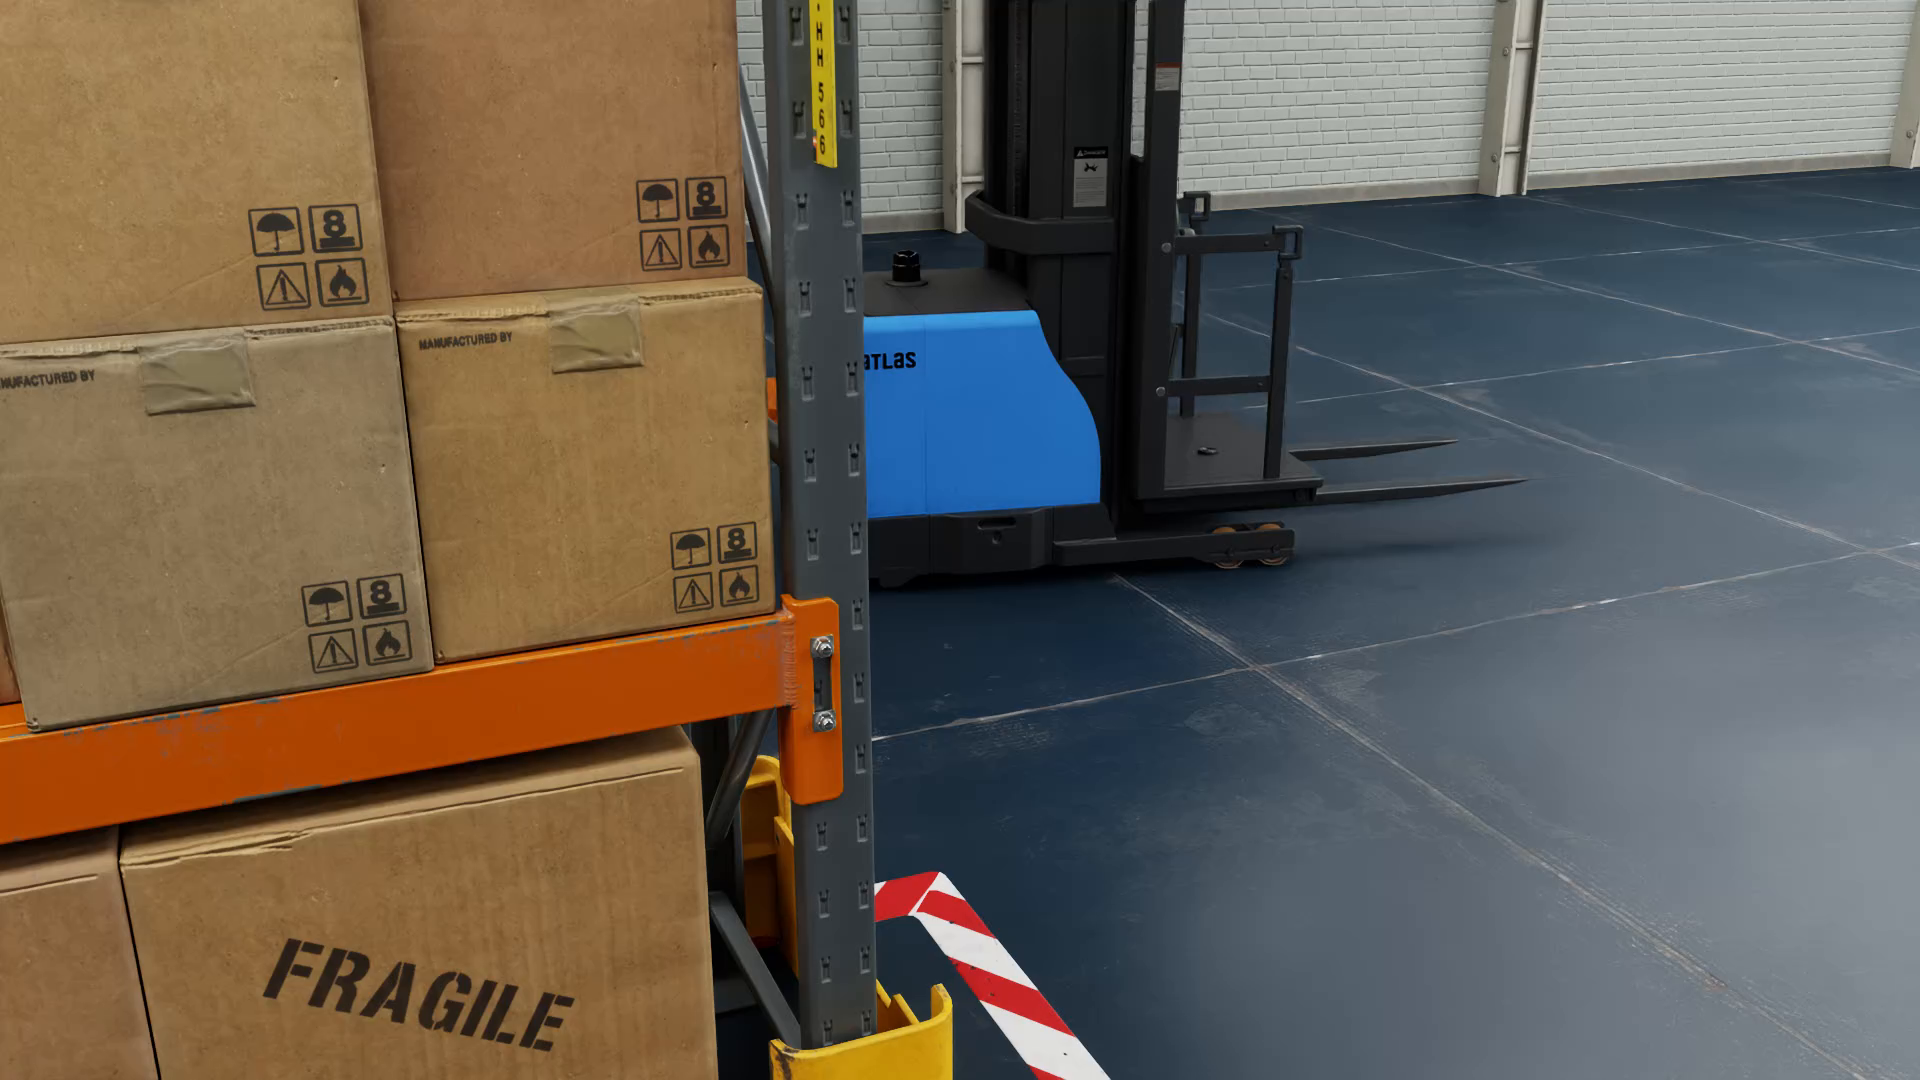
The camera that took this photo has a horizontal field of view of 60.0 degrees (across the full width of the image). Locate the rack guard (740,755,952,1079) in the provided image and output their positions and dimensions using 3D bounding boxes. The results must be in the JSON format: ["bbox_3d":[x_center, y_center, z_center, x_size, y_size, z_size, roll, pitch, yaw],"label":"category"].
[{"bbox_3d":[-0.383,0.951,3.567,0.348,0.500,1.175,-8,21,-22],"label":"rack guard"}]

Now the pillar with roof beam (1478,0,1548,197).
[{"bbox_3d":[7.299,-6.513,11.969,0.400,9.000,9.100,-8,21,-22],"label":"pillar with roof beam"}]

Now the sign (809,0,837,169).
[{"bbox_3d":[-0.203,-0.715,2.436,0.005,0.325,0.100,-8,21,-22],"label":"sign"}]

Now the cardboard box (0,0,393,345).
[{"bbox_3d":[-1.230,-0.667,2.548,0.550,0.550,0.875,-8,21,-22],"label":"cardboard box"}]

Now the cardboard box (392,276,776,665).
[{"bbox_3d":[-0.728,-0.233,2.940,0.550,0.550,0.875,-8,21,-22],"label":"cardboard box"}]

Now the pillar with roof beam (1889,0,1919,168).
[{"bbox_3d":[12.809,-7.302,14.211,0.400,9.000,9.100,-8,21,-22],"label":"pillar with roof beam"}]

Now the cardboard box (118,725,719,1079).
[{"bbox_3d":[-1.001,0.689,3.116,0.875,0.875,0.875,-8,21,-22],"label":"cardboard box"}]

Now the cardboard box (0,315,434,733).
[{"bbox_3d":[-1.224,-0.154,2.716,0.550,0.550,0.875,-8,21,-22],"label":"cardboard box"}]

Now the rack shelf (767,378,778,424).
[{"bbox_3d":[-1.162,-0.495,6.708,1.000,0.185,0.538,-4,20,-11],"label":"rack shelf"}]

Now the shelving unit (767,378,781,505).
[{"bbox_3d":[-1.171,-0.664,6.647,1.083,1.500,0.587,-4,20,-11],"label":"shelving unit"}]

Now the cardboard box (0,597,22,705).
[{"bbox_3d":[-1.788,-0.118,2.616,0.550,0.550,0.875,-8,21,-22],"label":"cardboard box"}]

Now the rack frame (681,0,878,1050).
[{"bbox_3d":[-0.405,-0.225,3.143,0.127,3.000,1.000,-8,21,-22],"label":"rack frame"}]

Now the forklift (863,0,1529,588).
[{"bbox_3d":[0.878,-1.432,6.676,3.031,2.935,1.130,-4,20,-12],"label":"forklift"}]

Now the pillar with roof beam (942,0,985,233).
[{"bbox_3d":[1.790,-5.723,9.728,0.400,9.000,9.100,-8,21,-22],"label":"pillar with roof beam"}]

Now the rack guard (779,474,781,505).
[{"bbox_3d":[-0.681,-0.111,6.951,0.087,0.250,0.587,-4,20,-11],"label":"rack guard"}]

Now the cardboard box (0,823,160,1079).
[{"bbox_3d":[-1.809,0.805,2.785,0.875,0.875,0.875,-9,21,-23],"label":"cardboard box"}]

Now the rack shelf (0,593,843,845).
[{"bbox_3d":[-2.241,0.378,2.515,4.000,0.370,1.077,-8,21,-22],"label":"rack shelf"}]

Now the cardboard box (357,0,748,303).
[{"bbox_3d":[-0.761,-0.768,2.834,0.550,0.550,0.875,-8,21,-22],"label":"cardboard box"}]
